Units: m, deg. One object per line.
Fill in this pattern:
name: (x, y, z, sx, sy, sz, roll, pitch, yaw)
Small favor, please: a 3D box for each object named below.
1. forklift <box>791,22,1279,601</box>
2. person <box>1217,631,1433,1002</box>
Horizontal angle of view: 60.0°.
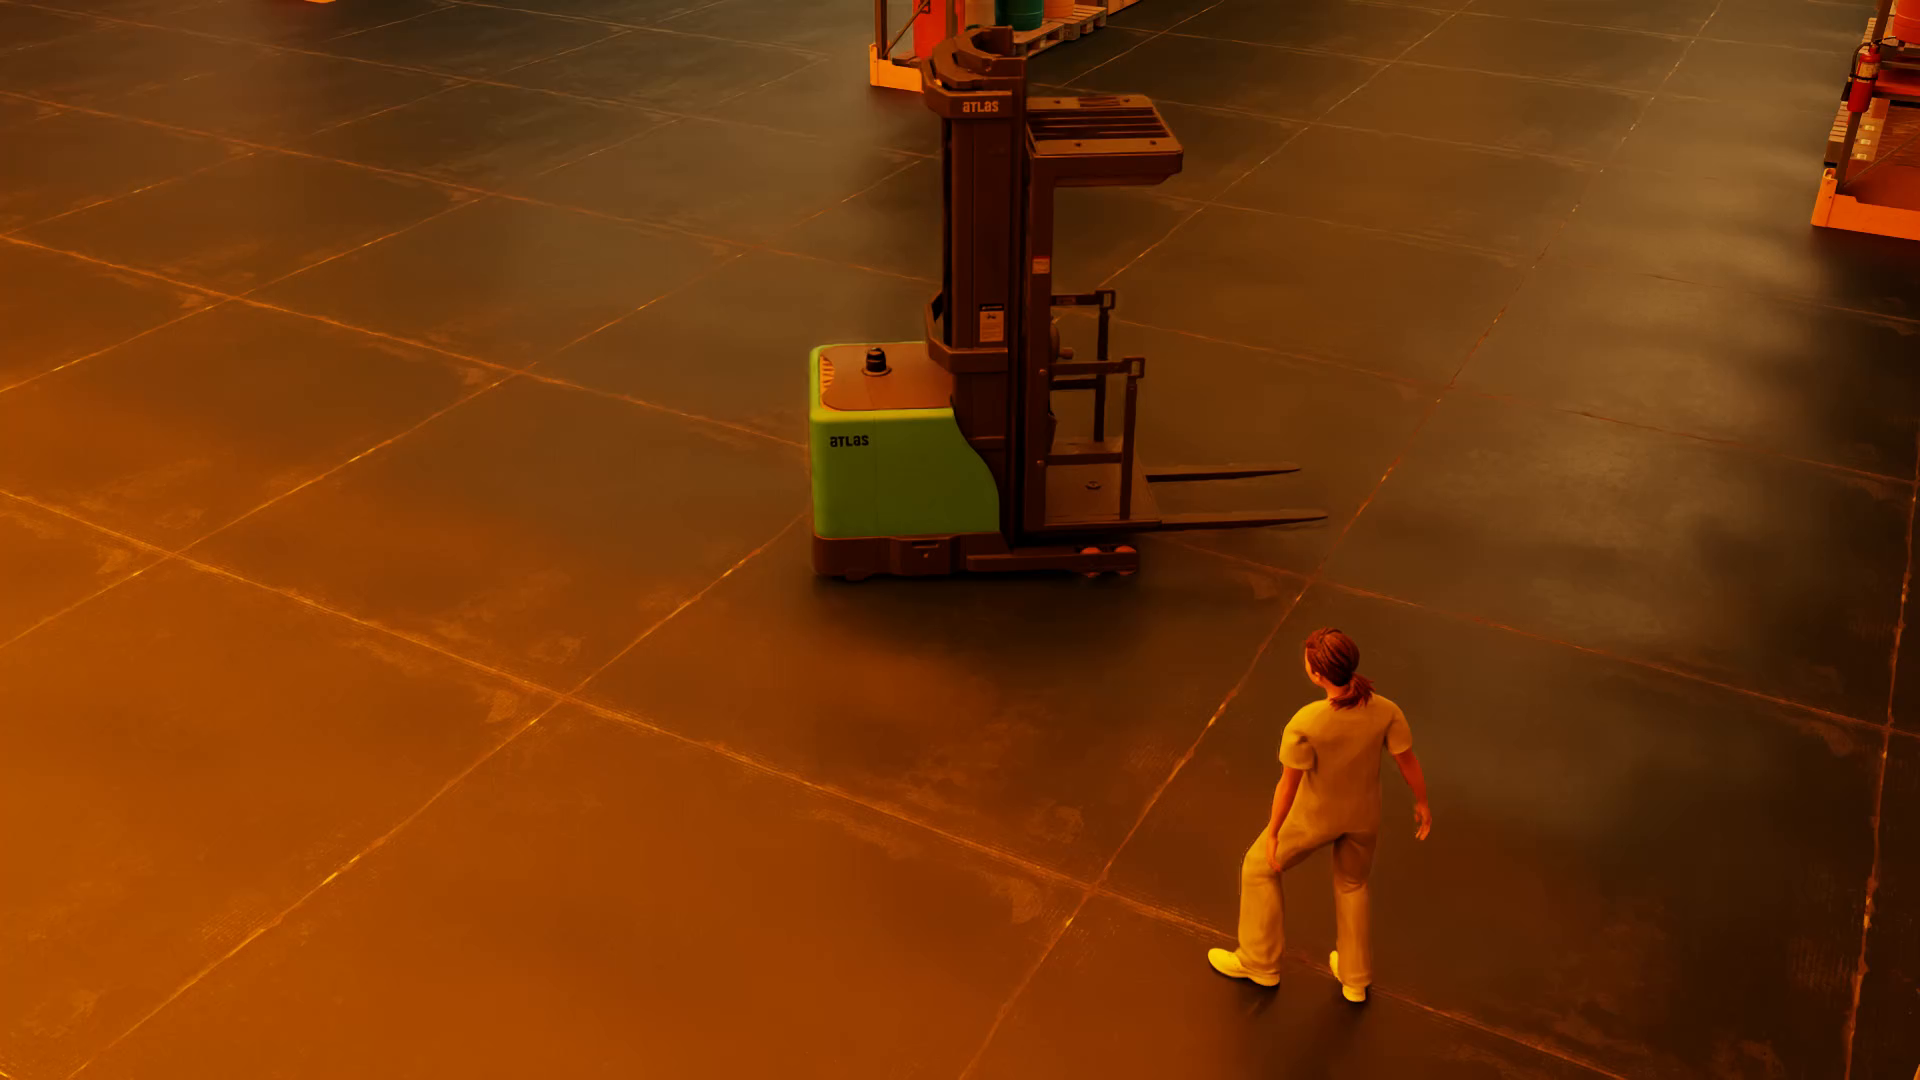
forklift: (0.555, -1.451, 9.585, 3.031, 2.935, 1.130, -16, 34, -25)
person: (1.466, 1.100, 6.455, 0.749, 1.647, 0.365, -8, 31, -14)
